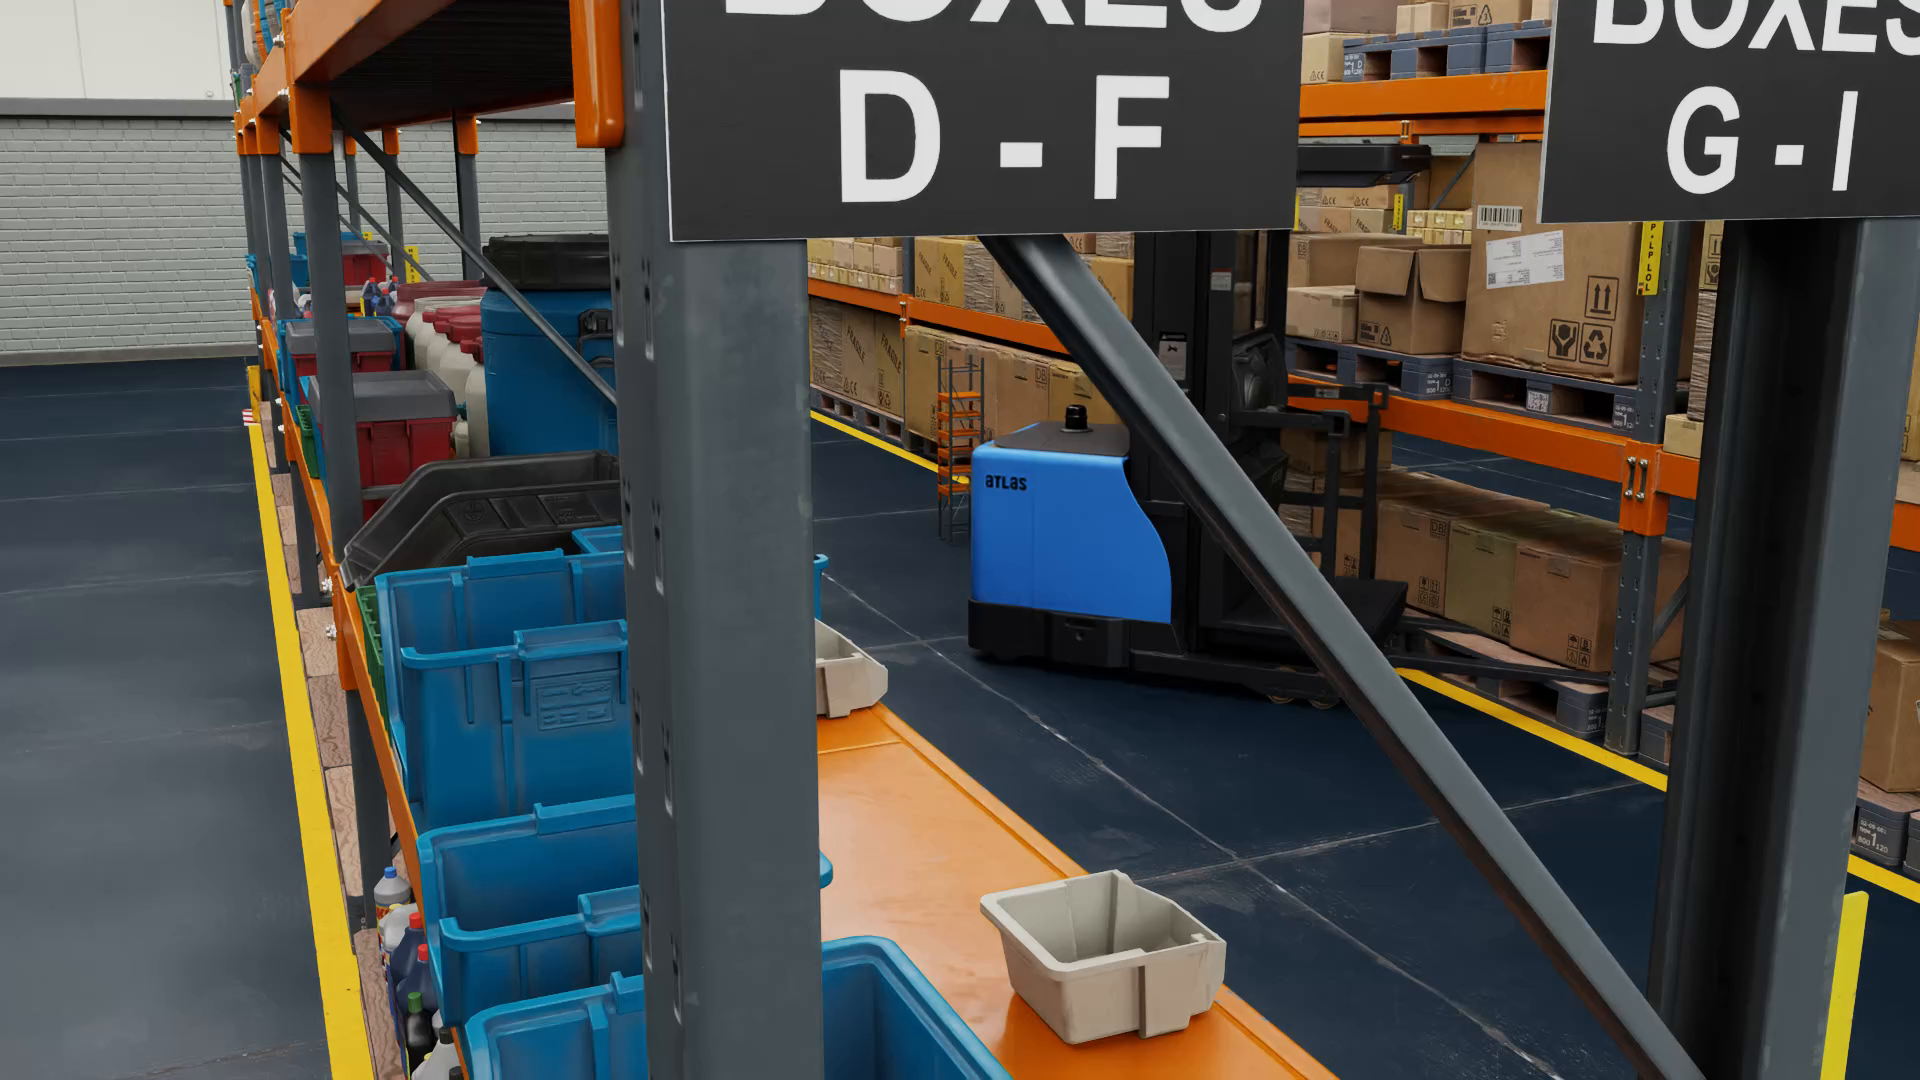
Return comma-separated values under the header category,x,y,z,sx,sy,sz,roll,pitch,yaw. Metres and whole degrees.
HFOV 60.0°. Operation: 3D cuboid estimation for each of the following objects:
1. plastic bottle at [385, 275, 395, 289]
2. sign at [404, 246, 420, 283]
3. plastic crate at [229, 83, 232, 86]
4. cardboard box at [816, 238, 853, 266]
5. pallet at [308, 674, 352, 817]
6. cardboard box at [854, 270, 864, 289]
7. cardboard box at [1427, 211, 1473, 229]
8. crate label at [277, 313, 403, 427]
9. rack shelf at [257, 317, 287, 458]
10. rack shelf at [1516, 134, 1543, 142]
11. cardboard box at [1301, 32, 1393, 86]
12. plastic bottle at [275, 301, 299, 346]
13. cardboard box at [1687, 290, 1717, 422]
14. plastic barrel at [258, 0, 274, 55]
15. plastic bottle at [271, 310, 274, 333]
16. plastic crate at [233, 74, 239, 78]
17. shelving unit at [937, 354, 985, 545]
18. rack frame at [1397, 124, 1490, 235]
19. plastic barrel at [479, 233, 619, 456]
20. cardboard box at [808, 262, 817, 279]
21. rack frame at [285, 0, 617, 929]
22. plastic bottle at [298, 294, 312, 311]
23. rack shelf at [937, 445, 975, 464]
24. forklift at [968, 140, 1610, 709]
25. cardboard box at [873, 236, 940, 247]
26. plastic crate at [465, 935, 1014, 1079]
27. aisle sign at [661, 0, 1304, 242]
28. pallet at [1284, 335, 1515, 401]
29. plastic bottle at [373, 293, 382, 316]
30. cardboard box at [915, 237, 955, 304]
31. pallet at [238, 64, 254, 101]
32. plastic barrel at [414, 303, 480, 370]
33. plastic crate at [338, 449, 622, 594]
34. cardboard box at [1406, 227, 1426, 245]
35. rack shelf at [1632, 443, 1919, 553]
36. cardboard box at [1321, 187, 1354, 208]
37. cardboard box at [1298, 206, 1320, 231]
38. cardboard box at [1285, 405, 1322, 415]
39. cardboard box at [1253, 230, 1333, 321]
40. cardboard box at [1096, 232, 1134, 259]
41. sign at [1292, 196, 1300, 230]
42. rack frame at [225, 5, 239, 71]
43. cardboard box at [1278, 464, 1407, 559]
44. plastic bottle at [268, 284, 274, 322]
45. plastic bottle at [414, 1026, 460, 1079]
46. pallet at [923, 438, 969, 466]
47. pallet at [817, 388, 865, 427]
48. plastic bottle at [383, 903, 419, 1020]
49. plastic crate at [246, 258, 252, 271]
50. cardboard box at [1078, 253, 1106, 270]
category,x,y,z,sx,sy,sz,roll,pitch,yaw
plastic bottle,-3.869,-1.630,11.369,0.144,0.351,0.185,-6,14,-23
sign,-4.032,-1.998,12.238,0.100,0.325,0.005,-6,14,-23
plastic crate,-6.240,-3.934,14.851,0.497,0.269,0.590,-6,14,-23
cardboard box,-1.030,-2.718,15.635,0.500,0.250,0.500,-6,14,-24
pallet,-2.175,0.786,7.006,1.003,0.211,1.213,-6,14,-23
cardboard box,-0.730,-2.332,14.851,0.380,0.149,0.250,-5,14,-22
cardboard box,4.440,-2.881,14.971,0.380,0.149,0.250,-5,14,-21
crate label,-2.784,-0.775,7.489,0.502,0.435,0.616,-6,14,-23
rack shelf,-3.735,-1.051,10.352,1.077,0.370,4.000,-6,14,-23
rack shelf,8.281,-4.681,19.385,1.077,0.370,4.000,-6,14,-23
cardboard box,1.979,-2.492,8.665,0.500,0.250,0.500,-5,14,-22
plastic bottle,-4.098,-1.347,10.149,0.144,0.351,0.185,-6,14,-23
cardboard box,3.330,-0.704,6.377,0.875,0.500,0.500,-6,14,-23
plastic barrel,-2.259,-2.223,6.057,0.600,0.901,0.708,-6,14,-23
plastic bottle,-4.493,-1.465,10.989,0.097,0.201,0.097,0,13,0
plastic crate,-5.194,-3.353,12.425,0.416,0.233,0.300,-6,14,-23
shelving unit,0.006,-0.582,10.722,0.258,1.200,0.189,-6,14,-23
rack frame,4.587,-2.689,15.835,1.000,3.000,0.127,-6,14,-23
plastic barrel,-1.209,-0.513,5.322,0.600,0.901,0.708,-6,14,-23
cardboard box,-1.244,-2.597,15.996,0.380,0.149,0.250,-6,14,-24
rack frame,-1.332,-0.161,4.915,1.000,3.000,0.127,-6,14,-23
plastic bottle,-4.190,-1.446,10.741,0.152,0.276,0.135,-6,14,-23
rack shelf,0.006,-0.538,10.732,0.258,0.103,0.180,-6,14,-23
forklift,1.603,-0.797,7.814,3.031,2.935,1.130,6,14,23
cardboard box,-0.428,-2.770,14.194,0.500,0.500,0.500,-5,14,-21
plastic crate,-0.204,0.661,1.691,0.499,0.251,0.616,-6,14,-23
aisle sign,0.027,-0.560,0.871,0.394,0.787,0.004,-6,14,-23
pallet,2.434,-0.937,8.689,1.003,0.211,1.213,-6,14,-23
plastic bottle,-3.787,-1.477,10.884,0.097,0.271,0.097,0,13,0
cardboard box,-0.043,-2.193,13.470,0.500,0.500,0.500,-6,14,-23
pallet,-4.133,-3.031,11.078,1.213,0.211,1.003,-6,14,-23
plastic barrel,-2.158,-0.762,7.262,0.421,0.512,0.421,0,13,0
plastic crate,-1.239,-0.012,4.405,0.767,0.338,0.504,-6,14,-23
cardboard box,4.323,-2.793,15.251,0.380,0.149,0.250,-5,14,-22
rack shelf,4.007,0.155,5.144,1.077,0.370,4.000,-6,14,-23
cardboard box,3.939,-3.549,16.451,0.500,0.500,0.500,-6,14,-25
cardboard box,3.729,-3.167,17.020,0.500,0.500,0.500,-6,14,-23
cardboard box,1.900,-0.661,9.980,0.500,0.250,0.500,-5,14,-21
cardboard box,1.857,-1.581,9.894,0.500,0.500,0.500,-8,15,-30
cardboard box,1.326,-2.125,10.953,0.797,0.503,0.637,-5,14,-21
sign,2.097,-2.012,10.517,0.100,0.325,0.005,-6,14,-23
rack frame,-6.139,-5.563,14.951,1.000,3.000,0.127,-6,14,-23
cardboard box,2.125,-0.182,9.571,0.700,0.500,0.500,-7,15,-28
plastic bottle,-4.727,-1.616,11.457,0.061,0.283,0.133,-6,14,-23
plastic bottle,-1.143,1.246,3.734,0.144,0.351,0.185,-6,14,-23
pallet,0.380,-0.751,13.644,1.003,0.211,1.213,-6,14,-23
pallet,-0.724,-1.320,16.104,1.003,0.211,1.213,-6,14,-23
plastic bottle,-1.451,1.121,4.439,0.152,0.276,0.135,-5,14,-21
plastic crate,-6.078,-2.372,14.703,0.416,0.233,0.300,-6,14,-23
cardboard box,0.985,-1.667,11.199,0.500,0.500,0.500,-6,14,-23
